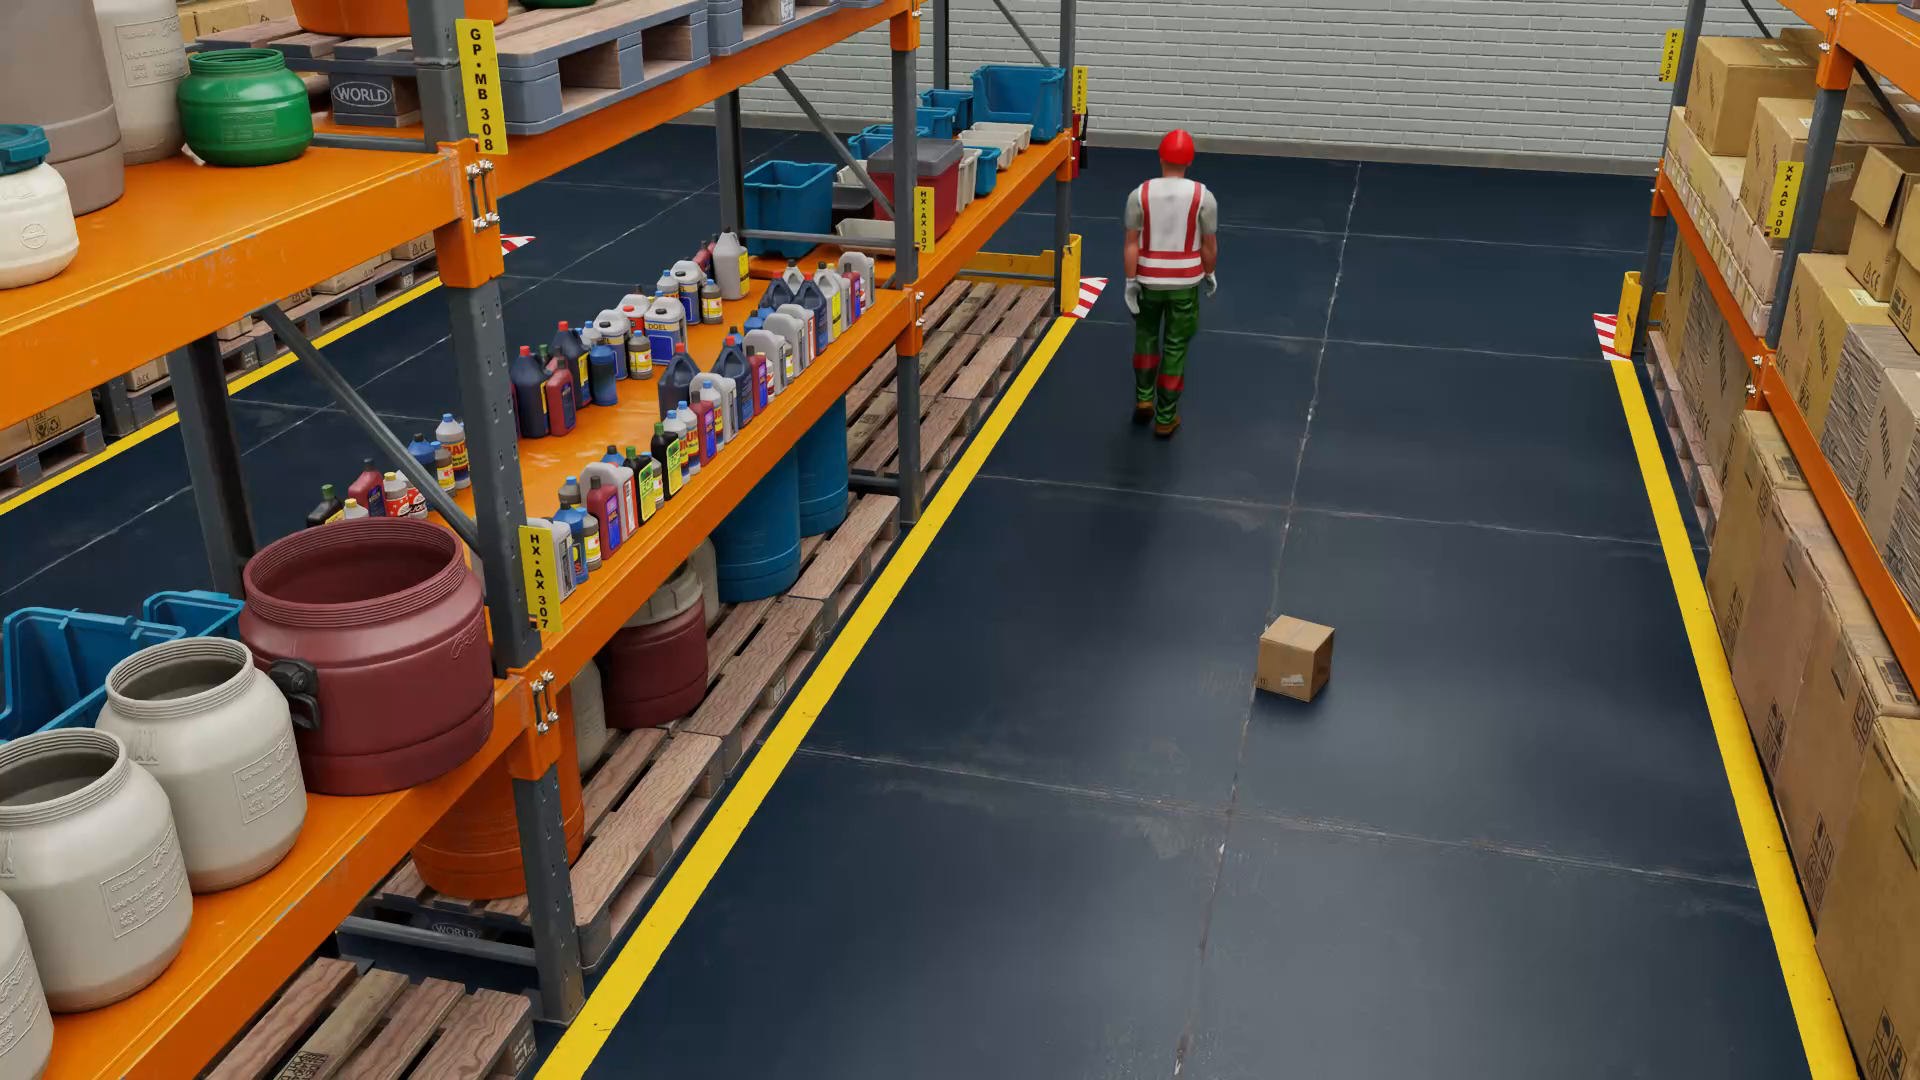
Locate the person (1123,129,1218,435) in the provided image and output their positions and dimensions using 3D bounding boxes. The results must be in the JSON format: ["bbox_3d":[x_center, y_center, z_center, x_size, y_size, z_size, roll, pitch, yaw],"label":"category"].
[{"bbox_3d":[1.237,-1.504,9.811,0.531,1.846,0.538,6,26,13],"label":"person"}]
